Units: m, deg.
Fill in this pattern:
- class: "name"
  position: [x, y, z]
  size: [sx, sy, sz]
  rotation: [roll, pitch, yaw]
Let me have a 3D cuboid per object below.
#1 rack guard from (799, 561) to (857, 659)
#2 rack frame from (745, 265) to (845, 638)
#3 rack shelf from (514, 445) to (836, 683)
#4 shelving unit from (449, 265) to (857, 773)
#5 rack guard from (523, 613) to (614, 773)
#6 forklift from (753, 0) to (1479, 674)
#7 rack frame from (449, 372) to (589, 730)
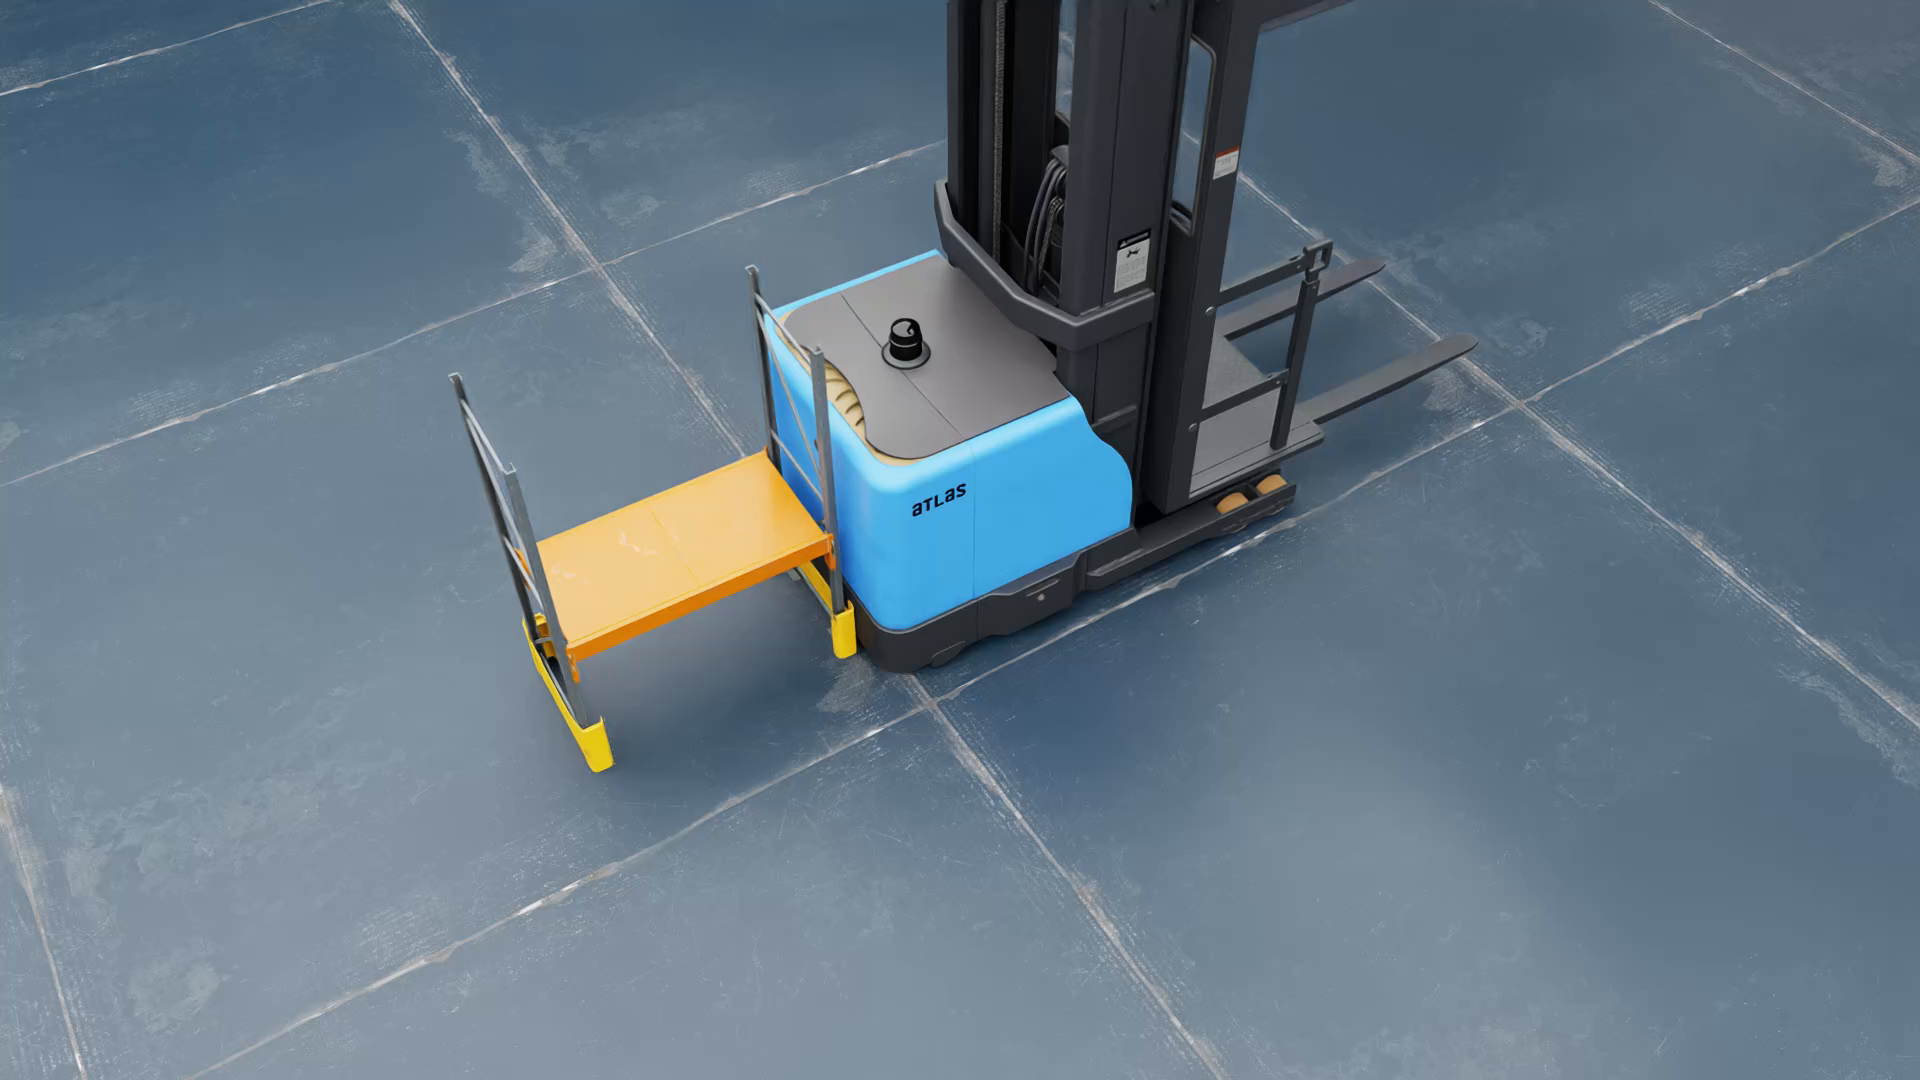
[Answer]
- class: "rack guard"
  position: [-0.569, 0.169, 6.377]
  size: [0.087, 0.250, 0.587]
  rotation: [-24, 53, -20]
- class: "rack frame"
  position: [-0.568, -0.247, 5.911]
  size: [0.032, 1.500, 0.500]
  rotation: [-24, 53, -20]
- class: "rack shelf"
  position: [-1.004, 0.068, 5.872]
  size: [1.000, 0.185, 0.538]
  rotation: [-24, 53, -20]
- class: "shelving unit"
  position: [-0.997, -0.056, 5.740]
  size: [1.083, 1.500, 0.587]
  rotation: [-24, 53, -20]
- class: "rack guard"
  position: [-1.424, 0.551, 6.037]
  size: [0.087, 0.250, 0.587]
  rotation: [-24, 53, -20]
- class: "forklift"
  position: [0.770, -1.319, 5.907]
  size: [3.031, 2.935, 1.130]
  rotation: [-24, 53, -20]
- class: "rack frame"
  position: [-1.440, 0.143, 5.564]
  size: [0.032, 1.500, 0.500]
  rotation: [-24, 53, -20]
